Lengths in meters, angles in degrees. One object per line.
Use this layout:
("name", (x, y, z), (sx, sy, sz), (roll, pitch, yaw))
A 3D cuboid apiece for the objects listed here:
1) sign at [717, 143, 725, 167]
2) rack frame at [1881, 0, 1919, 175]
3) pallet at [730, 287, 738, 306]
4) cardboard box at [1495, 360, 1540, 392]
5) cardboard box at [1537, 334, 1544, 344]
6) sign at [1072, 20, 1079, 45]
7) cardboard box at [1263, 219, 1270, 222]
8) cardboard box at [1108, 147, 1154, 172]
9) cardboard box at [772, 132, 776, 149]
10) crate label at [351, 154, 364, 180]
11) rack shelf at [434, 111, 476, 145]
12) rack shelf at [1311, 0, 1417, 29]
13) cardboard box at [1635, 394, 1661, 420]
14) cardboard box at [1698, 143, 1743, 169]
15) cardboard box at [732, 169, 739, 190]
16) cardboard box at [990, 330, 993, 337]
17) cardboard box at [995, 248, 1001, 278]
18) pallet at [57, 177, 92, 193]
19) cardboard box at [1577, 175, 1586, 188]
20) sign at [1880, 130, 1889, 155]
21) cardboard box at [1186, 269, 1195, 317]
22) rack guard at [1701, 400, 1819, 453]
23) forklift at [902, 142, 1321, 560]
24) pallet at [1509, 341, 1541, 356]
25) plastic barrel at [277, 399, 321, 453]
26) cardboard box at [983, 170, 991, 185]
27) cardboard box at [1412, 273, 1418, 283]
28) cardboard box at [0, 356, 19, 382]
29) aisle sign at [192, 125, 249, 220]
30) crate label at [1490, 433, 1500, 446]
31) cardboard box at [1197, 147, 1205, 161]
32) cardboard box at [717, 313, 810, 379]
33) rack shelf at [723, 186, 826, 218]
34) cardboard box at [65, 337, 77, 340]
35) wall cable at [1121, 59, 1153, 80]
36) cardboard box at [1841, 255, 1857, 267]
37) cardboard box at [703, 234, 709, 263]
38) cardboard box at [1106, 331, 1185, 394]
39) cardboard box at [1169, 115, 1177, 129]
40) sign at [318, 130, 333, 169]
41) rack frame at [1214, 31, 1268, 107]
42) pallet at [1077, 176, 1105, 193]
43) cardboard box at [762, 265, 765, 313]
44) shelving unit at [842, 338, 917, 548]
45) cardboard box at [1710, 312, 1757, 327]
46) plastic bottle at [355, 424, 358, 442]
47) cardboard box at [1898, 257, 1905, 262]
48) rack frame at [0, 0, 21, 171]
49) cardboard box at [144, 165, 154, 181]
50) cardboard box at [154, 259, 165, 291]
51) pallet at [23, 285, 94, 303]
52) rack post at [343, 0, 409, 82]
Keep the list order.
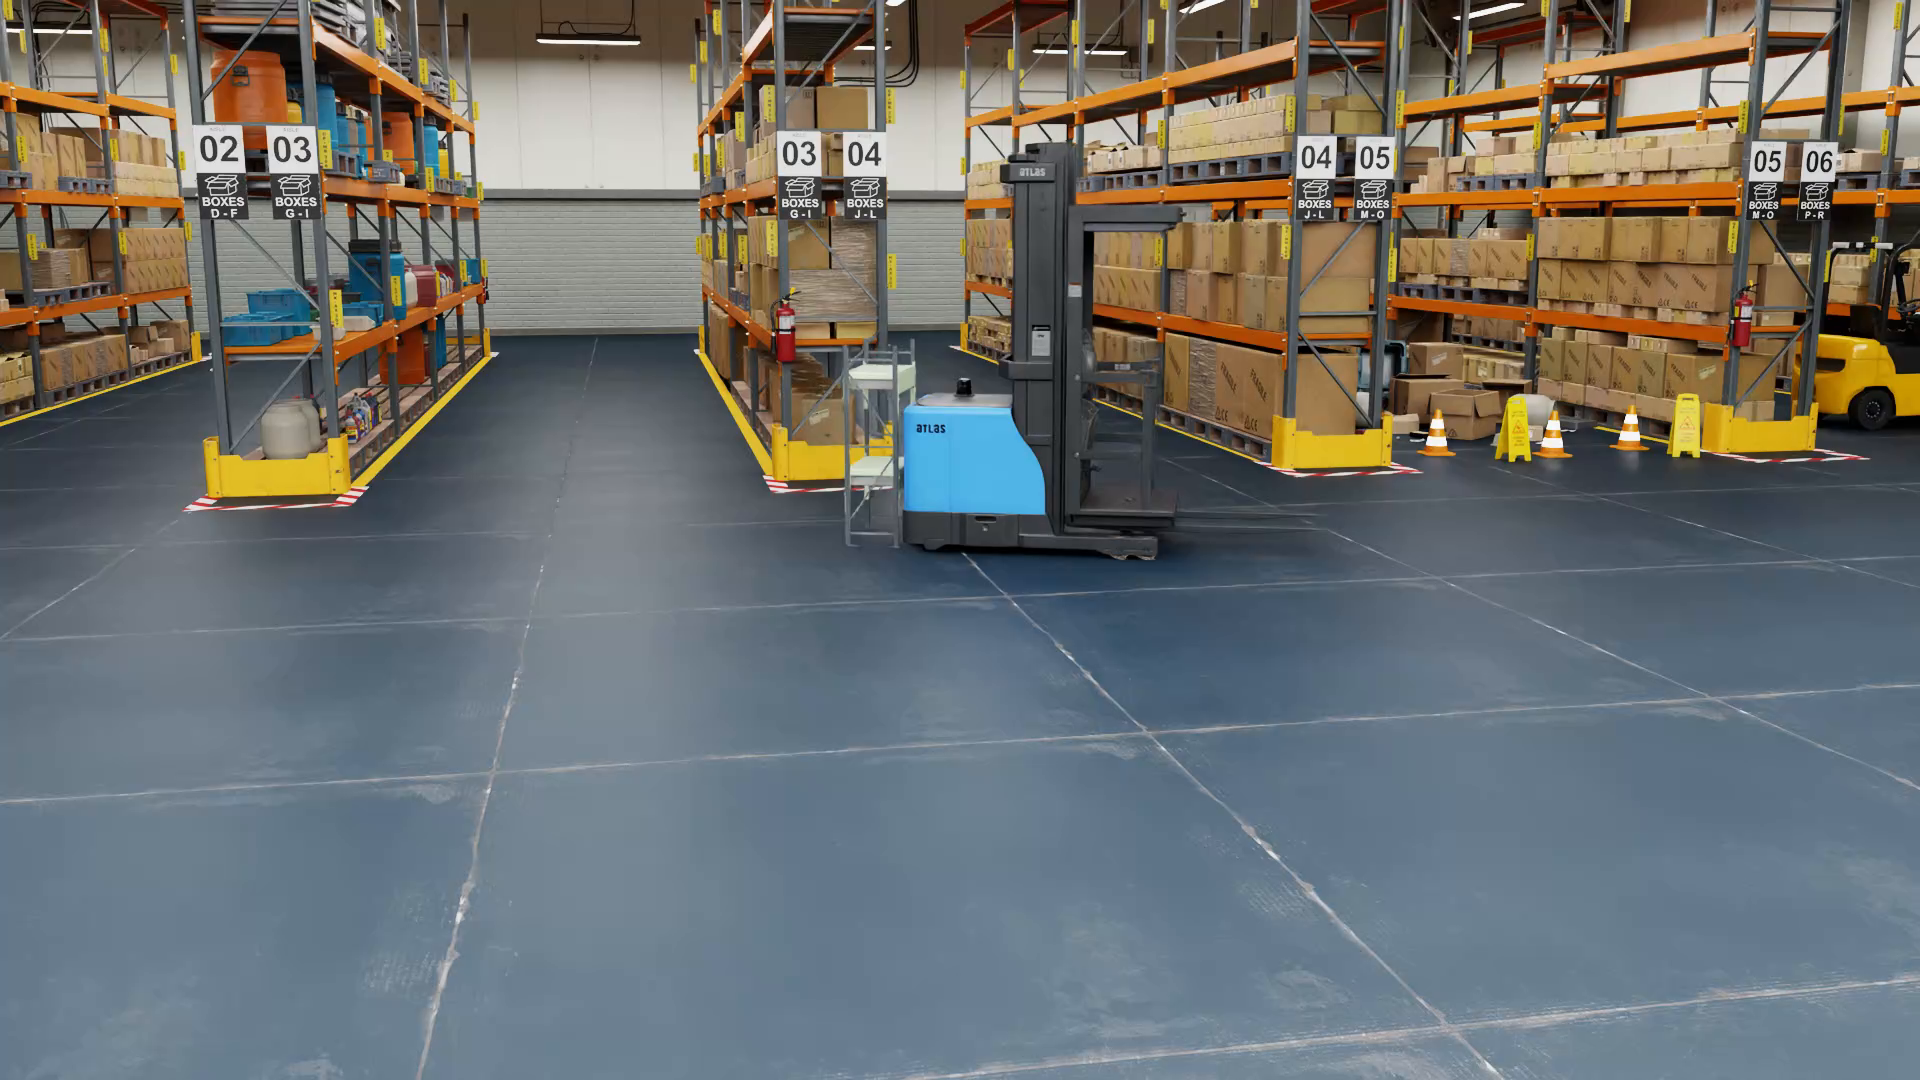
("sign", (-3.281, -5.280, 22.800), (0.100, 0.325, 0.005), (-2, 11, -11))
("rack frame", (12.632, -6.288, 21.665), (1.000, 3.000, 0.127), (-2, 11, -11))
("pallet", (-2.492, -3.312, 22.586), (1.213, 0.211, 1.003), (-2, 11, -11))
("cardboard box", (7.659, -2.171, 21.985), (0.950, 0.372, 0.625), (-2, 11, -10))
("cardboard box", (10.679, -3.705, 30.642), (0.380, 0.149, 0.250), (-2, 11, -13))
("sign", (1.619, -7.118, 23.316), (0.100, 0.325, 0.005), (-2, 11, -11))
("cardboard box", (5.701, -5.719, 30.047), (0.380, 0.149, 0.250), (-2, 11, -11))
("cardboard box", (2.272, -5.053, 22.047), (0.500, 0.311, 0.500), (-2, 11, -12))
("cardboard box", (-1.539, -3.701, 15.430), (0.380, 0.149, 0.250), (-2, 11, -11))
("crate label", (-6.078, -3.641, 16.180), (0.502, 0.251, 0.408), (-2, 11, -11))
("rack shelf", (-8.761, -6.850, 27.613), (1.077, 0.370, 4.000), (-2, 11, -11))
("rack shelf", (6.597, -8.486, 26.251), (1.077, 0.370, 4.000), (-2, 11, -11))
("cardboard box", (8.027, -1.515, 18.865), (0.500, 0.250, 0.500), (-2, 11, -11))
("cardboard box", (8.178, -4.056, 17.566), (0.500, 0.250, 0.500), (-2, 11, -12))
("cardboard box", (-2.685, -4.649, 21.478), (0.500, 0.250, 0.500), (-2, 11, -10))
("cardboard box", (0.758, -3.770, 30.187), (0.380, 0.149, 0.250), (-2, 11, -8))
("cardboard box", (0.901, -4.797, 28.815), (0.500, 0.500, 0.500), (-2, 11, -13))
("pallet", (-12.968, -4.976, 23.296), (1.213, 0.211, 1.003), (-2, 11, -11))
("cardboard box", (7.736, -4.352, 20.189), (0.380, 0.149, 0.250), (-2, 11, -11))
("sign", (12.101, -5.201, 21.754), (0.100, 0.325, 0.005), (-2, 11, -11))
("cardboard box", (3.140, -2.867, 19.337), (0.875, 0.550, 0.550), (-2, 11, -11))
("rack guard", (8.527, -1.212, 17.726), (1.175, 0.500, 0.348), (-2, 11, -11))
("forklift", (1.136, -1.400, 12.213), (3.031, 2.935, 1.130), (2, 11, 8))
("pallet", (10.943, -3.564, 30.857), (1.003, 0.211, 1.213), (-2, 11, -11))
("plastic barrel", (-6.338, -1.079, 15.875), (0.421, 0.512, 0.421), (0, 11, 0))
("cardboard box", (0.713, -6.436, 29.529), (0.500, 0.250, 0.500), (-3, 11, -13))
("cardboard box", (6.888, -3.856, 24.485), (0.380, 0.149, 0.250), (-3, 11, -15))
("cardboard box", (-12.002, -2.122, 20.553), (0.500, 0.311, 0.500), (-2, 11, -12))
("aisle sign", (-6.315, -3.138, 14.210), (0.394, 0.787, 0.004), (-2, 11, -11))
("crate label", (5.956, -1.091, 18.061), (0.250, 0.136, 0.298), (-9, 14, -40))
("cardboard box", (2.865, -4.301, 18.529), (0.380, 0.149, 0.250), (-2, 11, -12))
("cardboard box", (-2.849, -2.823, 24.063), (1.225, 0.875, 0.875), (-3, 11, -14))
("rack shelf", (-2.346, -4.286, 21.094), (1.077, 0.370, 4.000), (-2, 11, -11))
("cardboard box", (-13.261, -2.700, 24.368), (0.500, 0.500, 0.500), (-2, 11, -10))
("wall cable", (4.785, -9.367, 37.844), (2.355, 3.000, 0.029), (-2, 11, -11))
("cardboard box", (12.279, -3.810, 22.687), (0.380, 0.149, 0.250), (-2, 11, -12))
("cardboard box", (-4.259, -5.156, 29.365), (0.500, 0.500, 0.500), (-2, 11, -13))
("cardboard box", (2.535, -2.350, 21.913), (1.050, 0.750, 0.750), (-2, 11, -11))
("cardboard box", (2.665, -4.879, 19.435), (0.380, 0.149, 0.250), (-2, 11, -10))
("sign", (-5.497, -3.382, 14.399), (0.100, 0.325, 0.005), (-2, 11, -11))
("rack frame", (5.430, -8.307, 32.276), (1.000, 3.000, 0.127), (-2, 11, -11))
("pallet", (2.327, -4.959, 23.212), (1.213, 0.211, 1.003), (-2, 11, -8))
("cardboard box", (-1.615, -2.635, 17.457), (0.875, 0.500, 0.500), (-2, 11, -11))
("shelving unit", (-0.601, -0.751, 12.630), (0.431, 1.500, 0.755), (2, 11, 8))
("cardboard box", (8.259, -2.363, 17.762), (0.380, 0.149, 0.250), (-2, 11, -9))
("plastic bottle", (-6.105, -1.090, 16.706), (0.097, 0.201, 0.097), (0, 11, 0))
("cardboard box", (12.436, -3.640, 21.798), (0.380, 0.149, 0.250), (-2, 11, -12))
("rack frame", (-12.453, -6.120, 20.784), (1.000, 3.000, 0.127), (-2, 11, -11))
("cardboard box", (-13.364, -5.926, 26.850), (0.500, 0.250, 0.500), (-2, 11, -11))
("cardboard box", (-13.361, -4.338, 27.199), (0.500, 0.500, 0.500), (-2, 11, -12))
("pallet", (-12.836, -3.435, 23.236), (1.003, 0.211, 1.213), (-2, 11, -11))
("rack post", (-7.283, -6.022, 19.735), (1.013, 1.000, 3.121), (-2, 11, -11))
